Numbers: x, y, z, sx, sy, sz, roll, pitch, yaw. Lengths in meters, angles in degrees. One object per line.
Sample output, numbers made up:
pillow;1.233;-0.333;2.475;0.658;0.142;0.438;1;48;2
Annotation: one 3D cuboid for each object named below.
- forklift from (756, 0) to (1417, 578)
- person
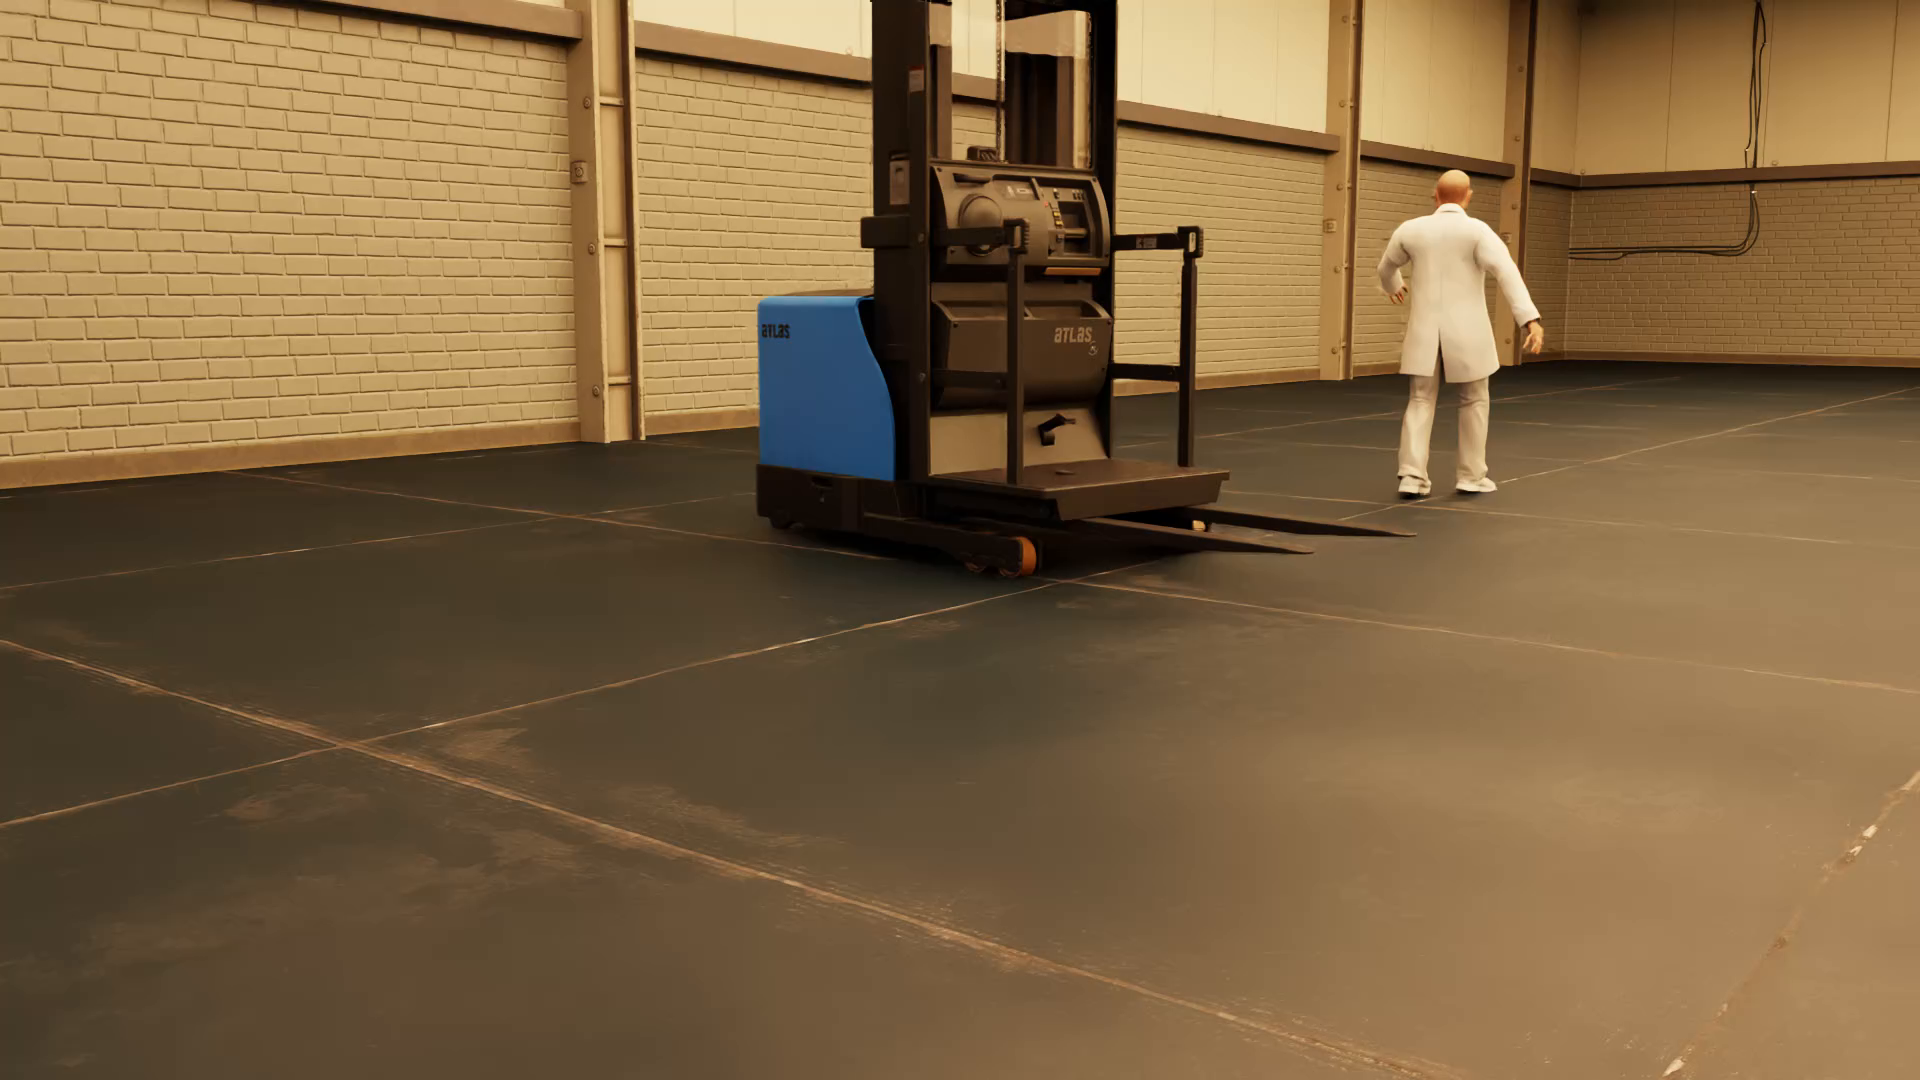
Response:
forklift;0.406;-1.384;6.741;1.130;2.935;3.031;-7;11;-41
person;2.697;-1.110;9.025;1.022;1.760;0.812;6;10;34
